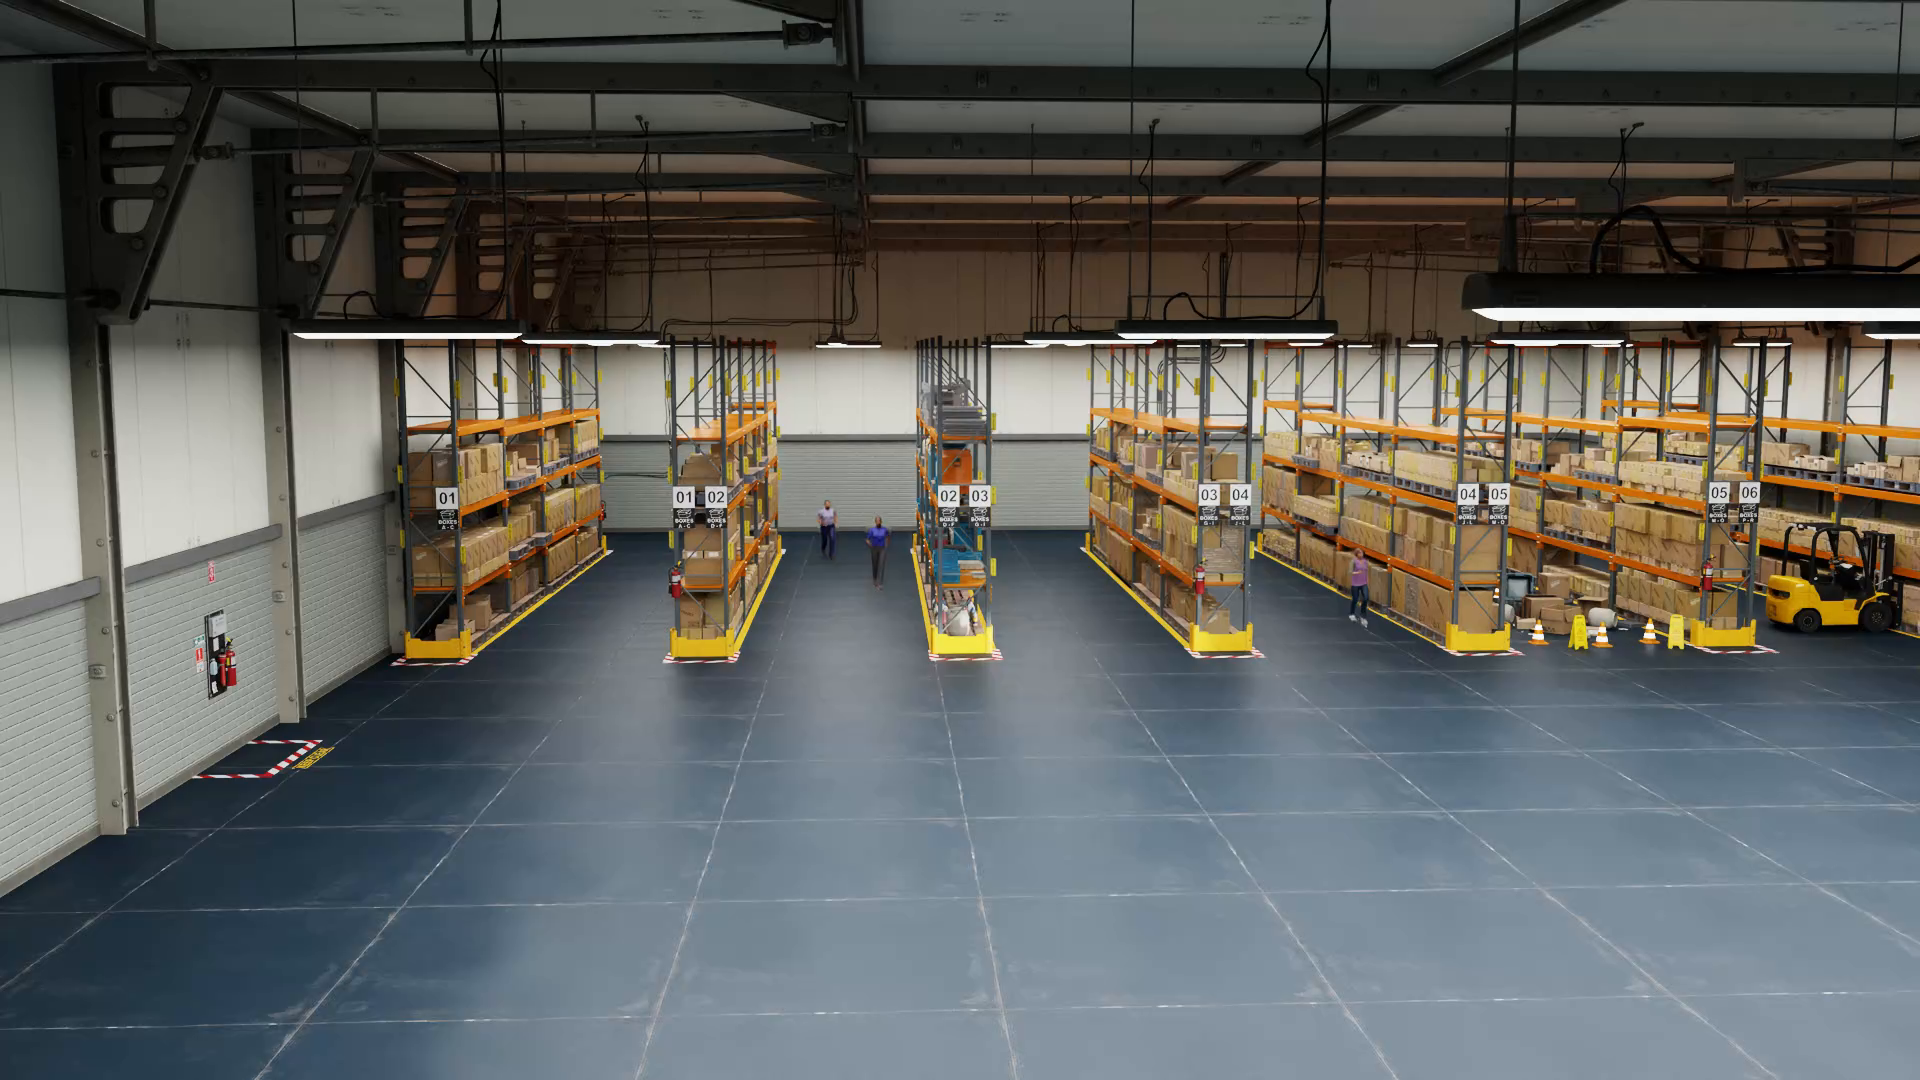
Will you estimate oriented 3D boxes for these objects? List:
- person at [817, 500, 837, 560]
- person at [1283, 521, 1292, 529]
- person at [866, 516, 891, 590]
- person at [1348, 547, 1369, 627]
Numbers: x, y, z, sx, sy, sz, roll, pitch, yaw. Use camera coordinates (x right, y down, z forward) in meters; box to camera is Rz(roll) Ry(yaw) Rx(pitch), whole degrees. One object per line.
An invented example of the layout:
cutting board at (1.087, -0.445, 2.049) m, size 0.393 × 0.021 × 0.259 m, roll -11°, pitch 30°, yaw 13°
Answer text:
person at (-3.670, -0.300, 46.011) m, size 0.595 × 1.648 × 0.889 m, roll -2°, pitch 7°, yaw -14°
person at (9.750, -0.694, 49.102) m, size 0.558 × 1.690 × 0.709 m, roll 4°, pitch 8°, yaw 32°
person at (-1.870, 0.284, 38.254) m, size 0.585 × 1.663 × 0.758 m, roll -1°, pitch 7°, yaw -8°
person at (8.356, 0.971, 34.844) m, size 0.522 × 1.639 × 0.700 m, roll -1°, pitch 7°, yaw -8°
